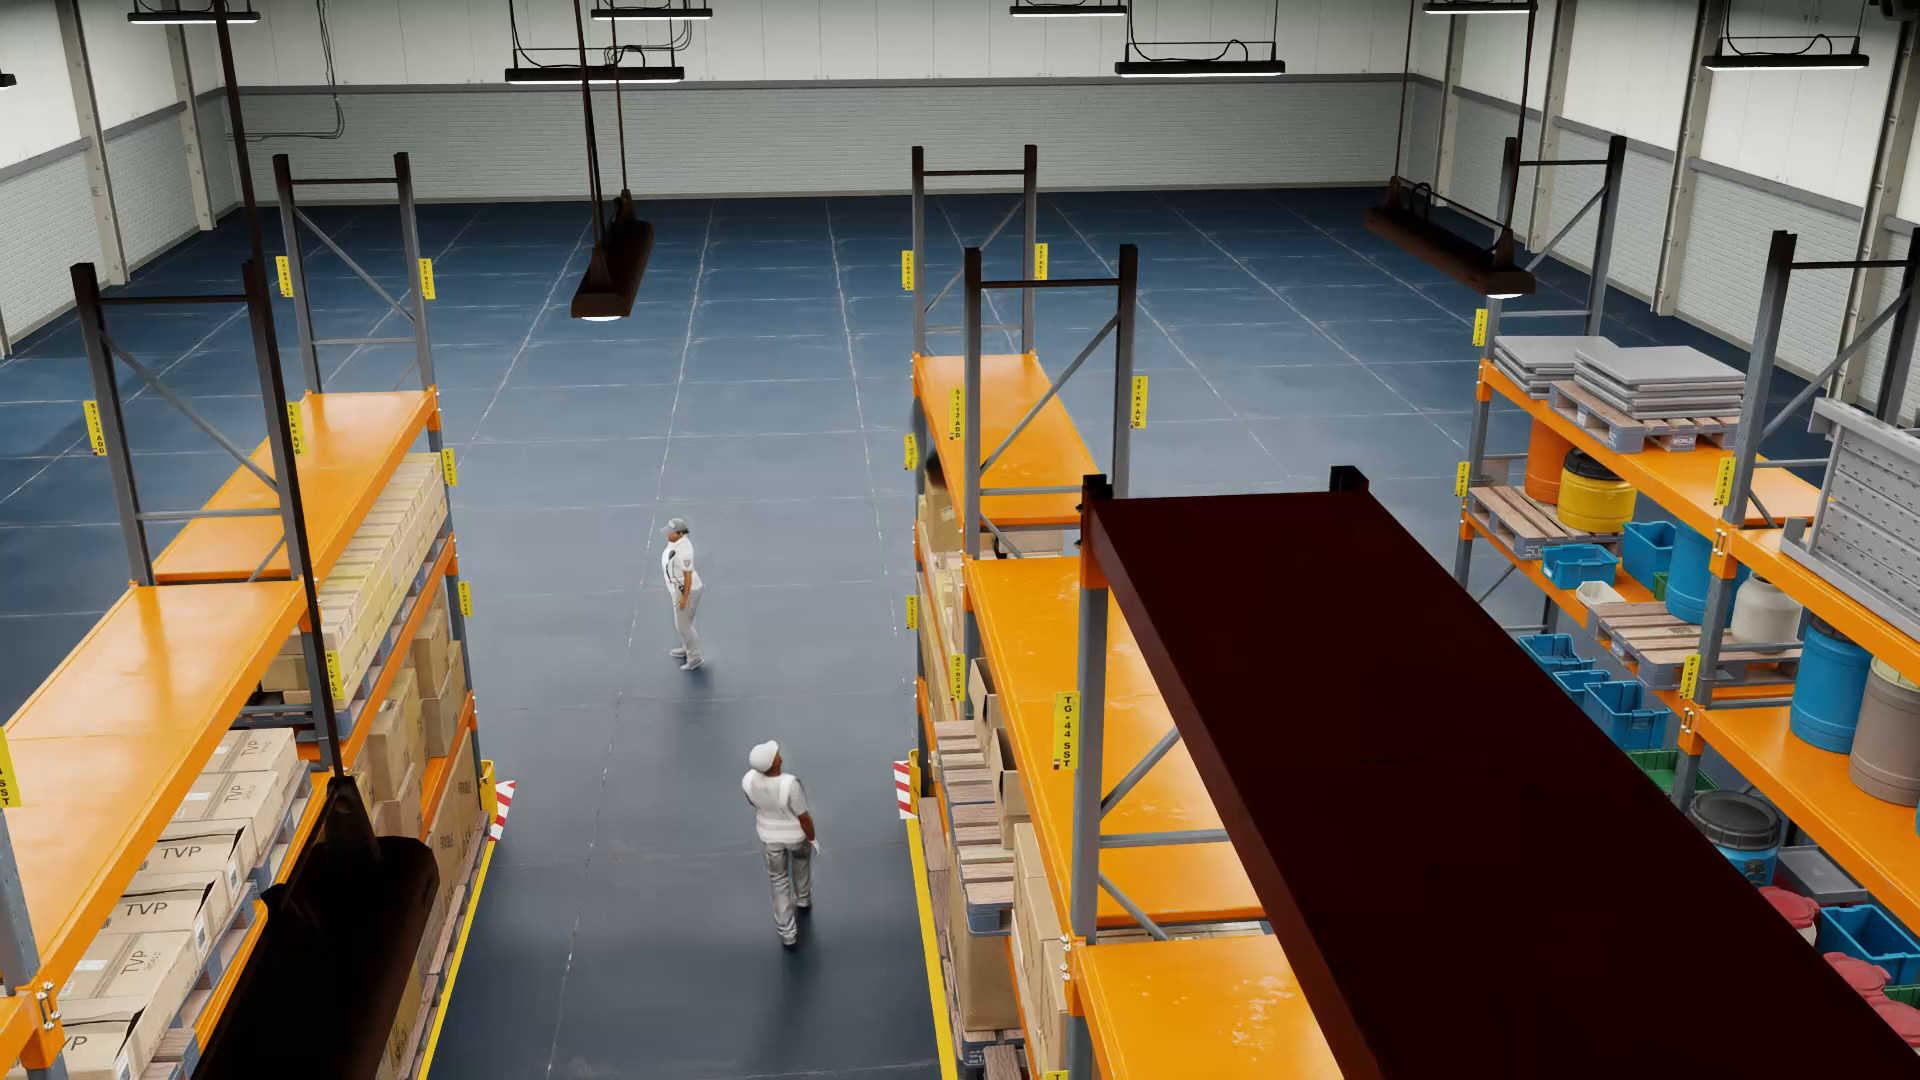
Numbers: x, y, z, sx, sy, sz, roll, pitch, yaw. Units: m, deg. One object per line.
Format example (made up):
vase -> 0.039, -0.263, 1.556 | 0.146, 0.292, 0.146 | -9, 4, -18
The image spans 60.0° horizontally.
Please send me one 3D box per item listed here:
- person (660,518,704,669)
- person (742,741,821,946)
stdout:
person -> -3.010, 0.561, 18.059 | 0.403, 1.713, 0.563 | -7, 23, -18
person -> -1.423, 2.375, 13.407 | 0.608, 1.764, 0.834 | -1, 22, -3
